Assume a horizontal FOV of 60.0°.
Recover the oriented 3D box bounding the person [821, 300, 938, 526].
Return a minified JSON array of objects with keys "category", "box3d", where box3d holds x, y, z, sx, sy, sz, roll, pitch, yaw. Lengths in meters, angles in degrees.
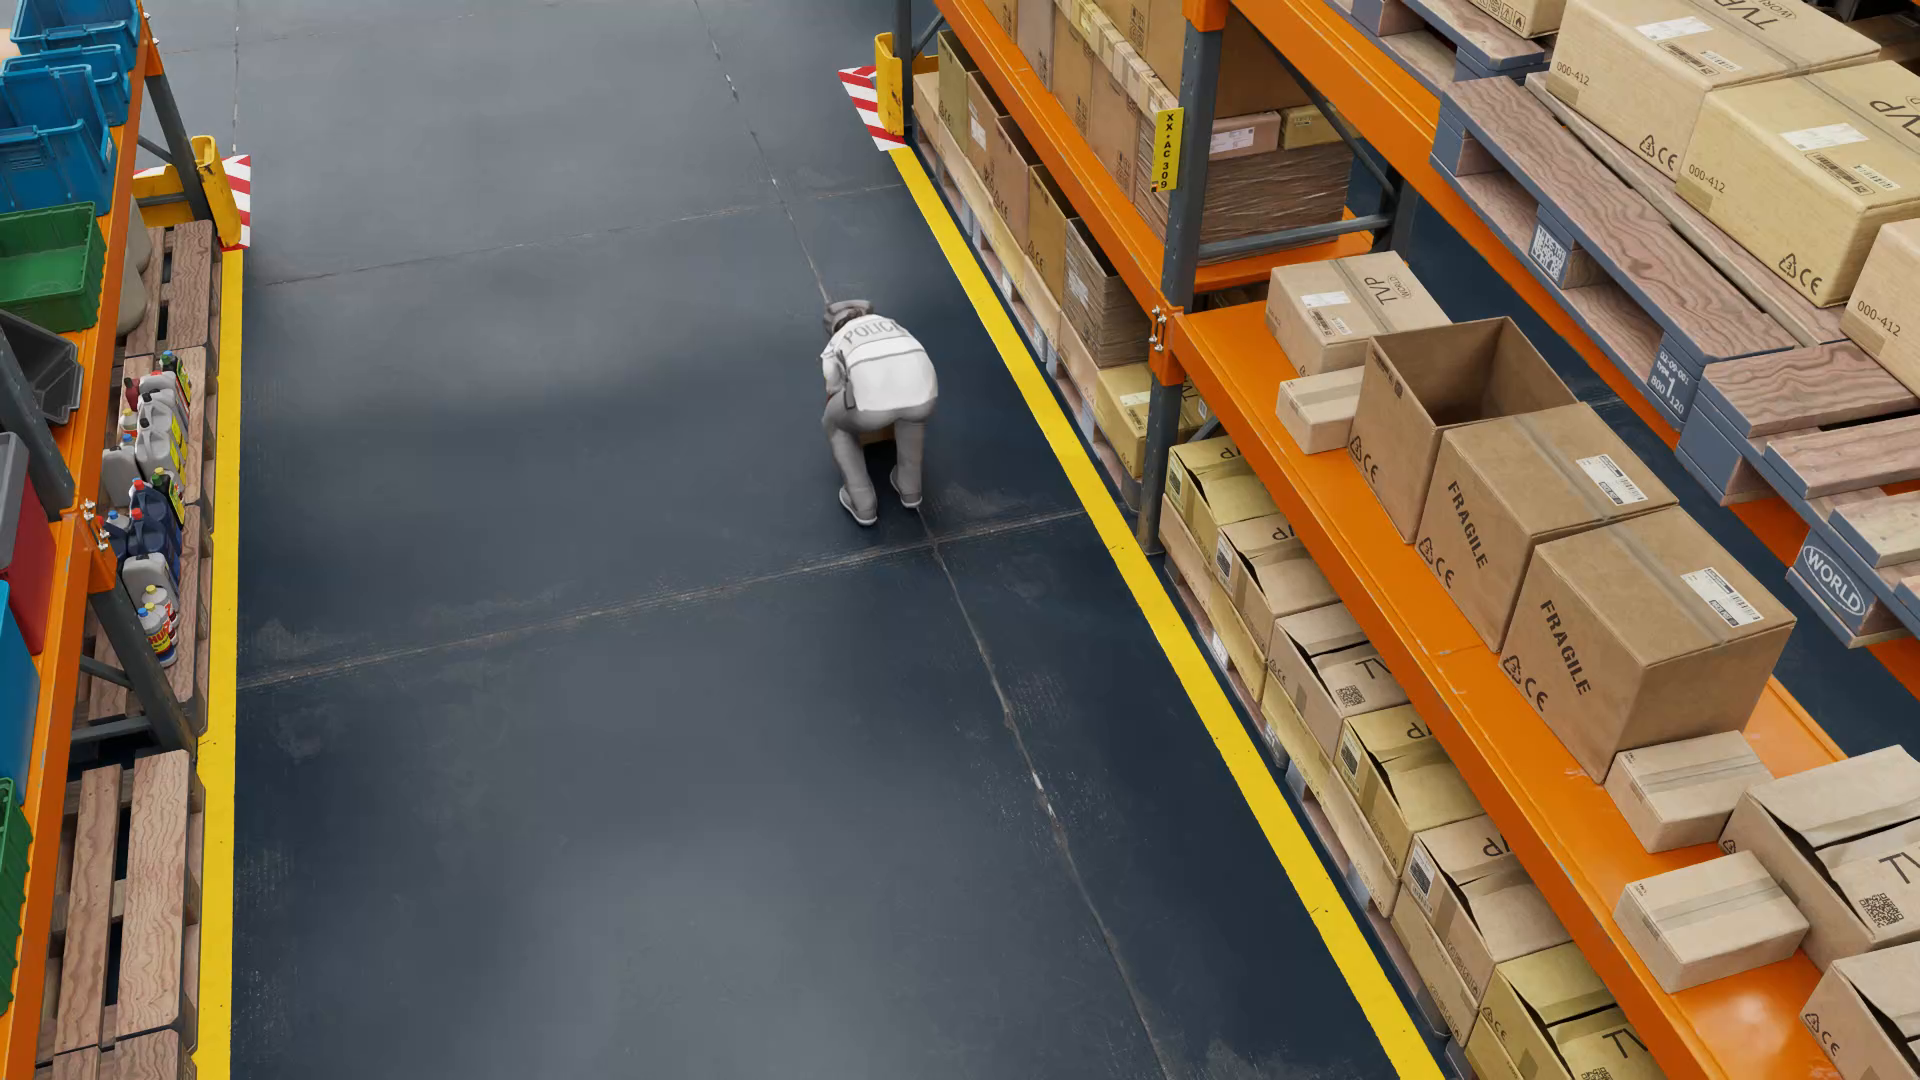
[{"category":"person","box3d":[-0.396,-0.606,7.383,0.460,0.907,0.903,-14,44,-15]}]
